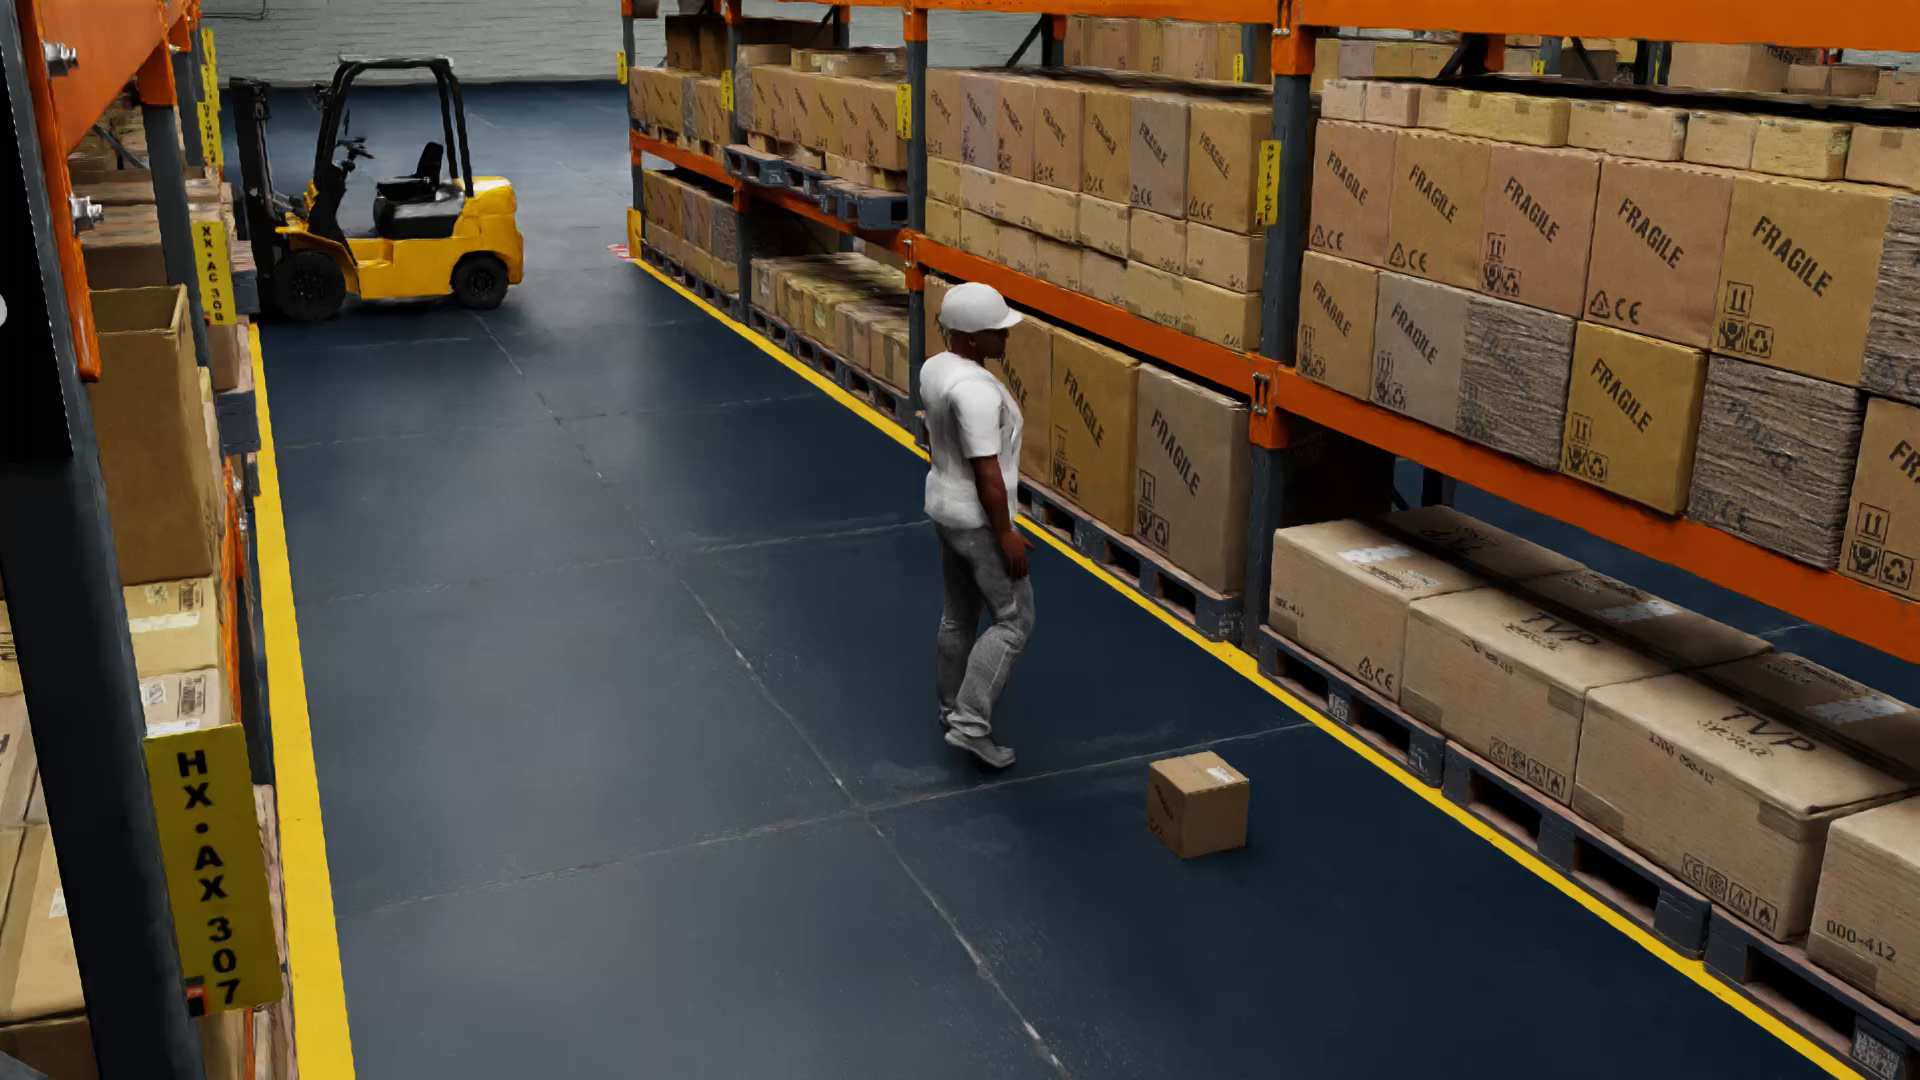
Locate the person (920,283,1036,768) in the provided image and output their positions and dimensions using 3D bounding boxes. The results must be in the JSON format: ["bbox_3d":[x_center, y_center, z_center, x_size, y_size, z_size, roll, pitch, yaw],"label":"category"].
[{"bbox_3d":[0.034,-0.083,6.214,0.378,1.776,0.682,-6,20,-18],"label":"person"}]
